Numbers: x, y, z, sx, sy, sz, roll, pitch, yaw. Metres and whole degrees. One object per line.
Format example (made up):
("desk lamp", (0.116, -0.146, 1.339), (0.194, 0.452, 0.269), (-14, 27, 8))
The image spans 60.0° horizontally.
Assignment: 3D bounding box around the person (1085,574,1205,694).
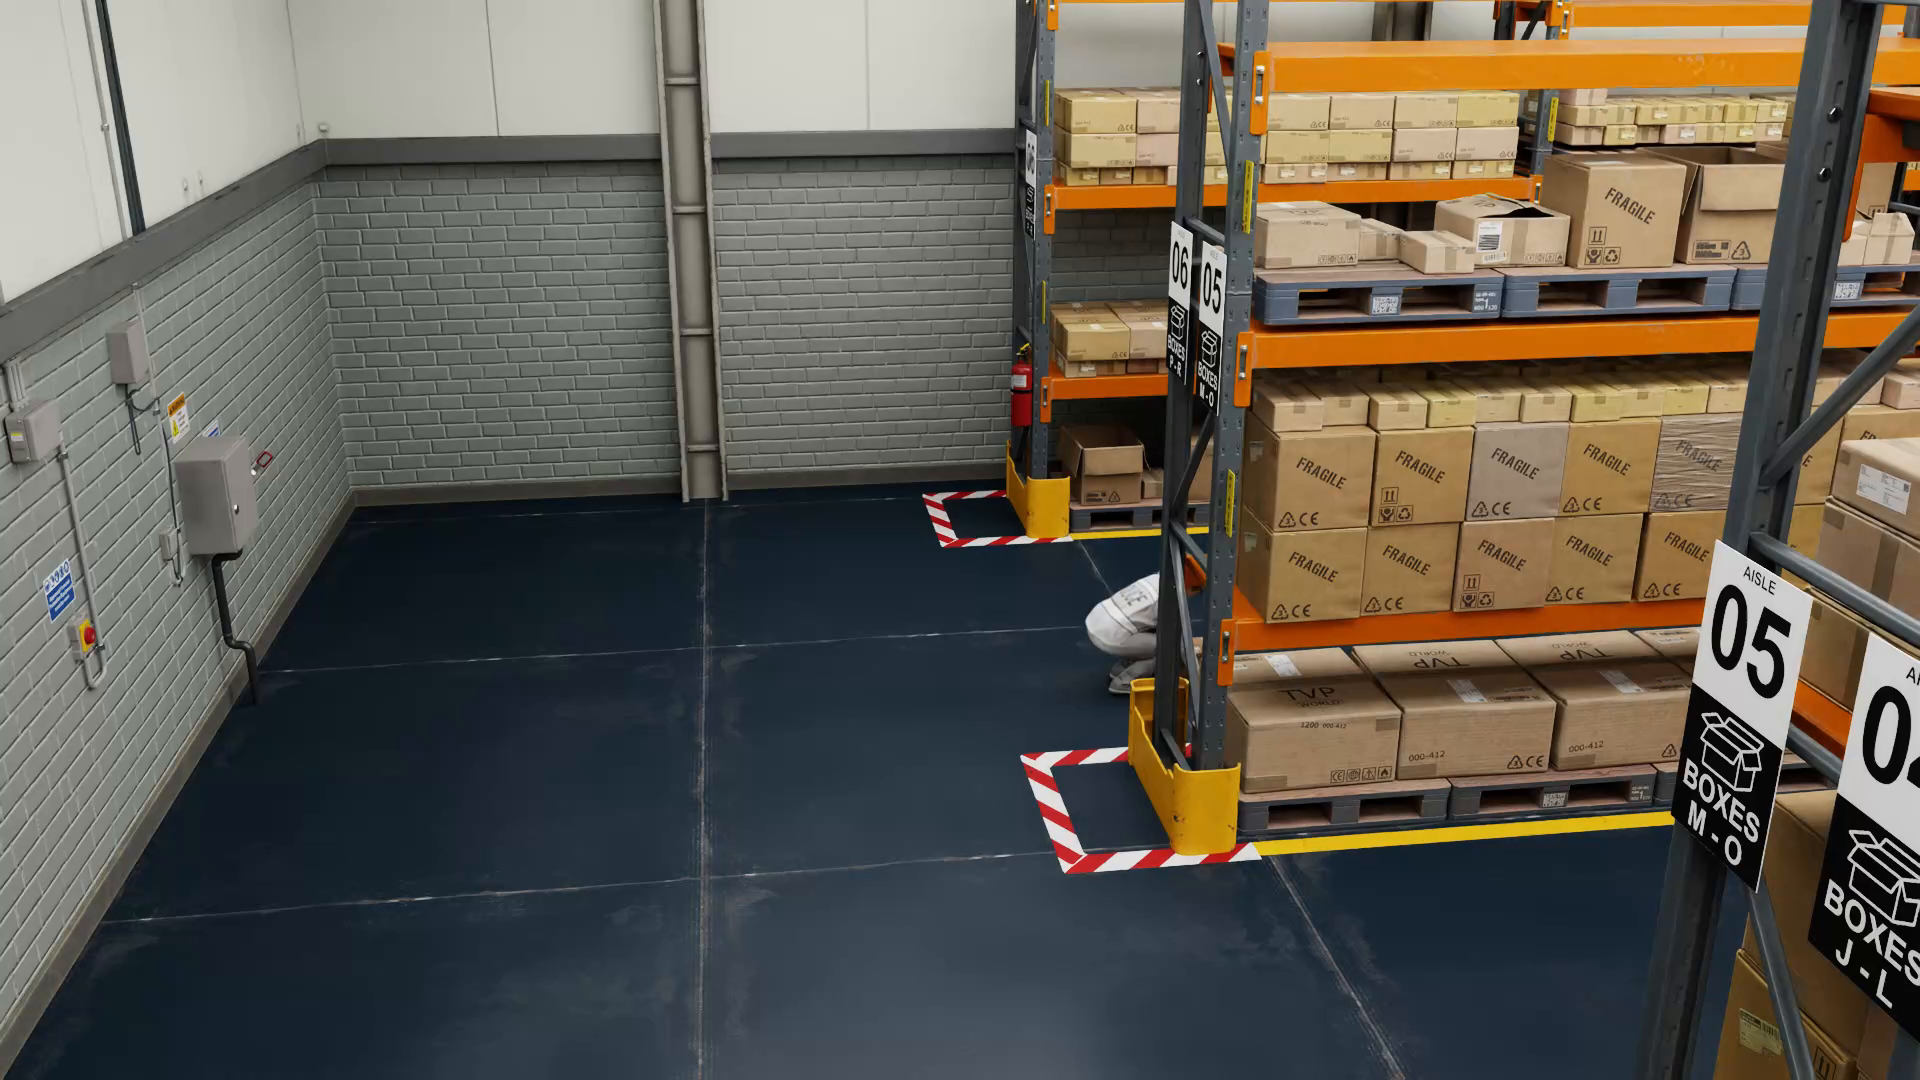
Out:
("person", (1.242, 0.549, 10.783), (0.858, 0.850, 0.480), (-3, 20, -8))
